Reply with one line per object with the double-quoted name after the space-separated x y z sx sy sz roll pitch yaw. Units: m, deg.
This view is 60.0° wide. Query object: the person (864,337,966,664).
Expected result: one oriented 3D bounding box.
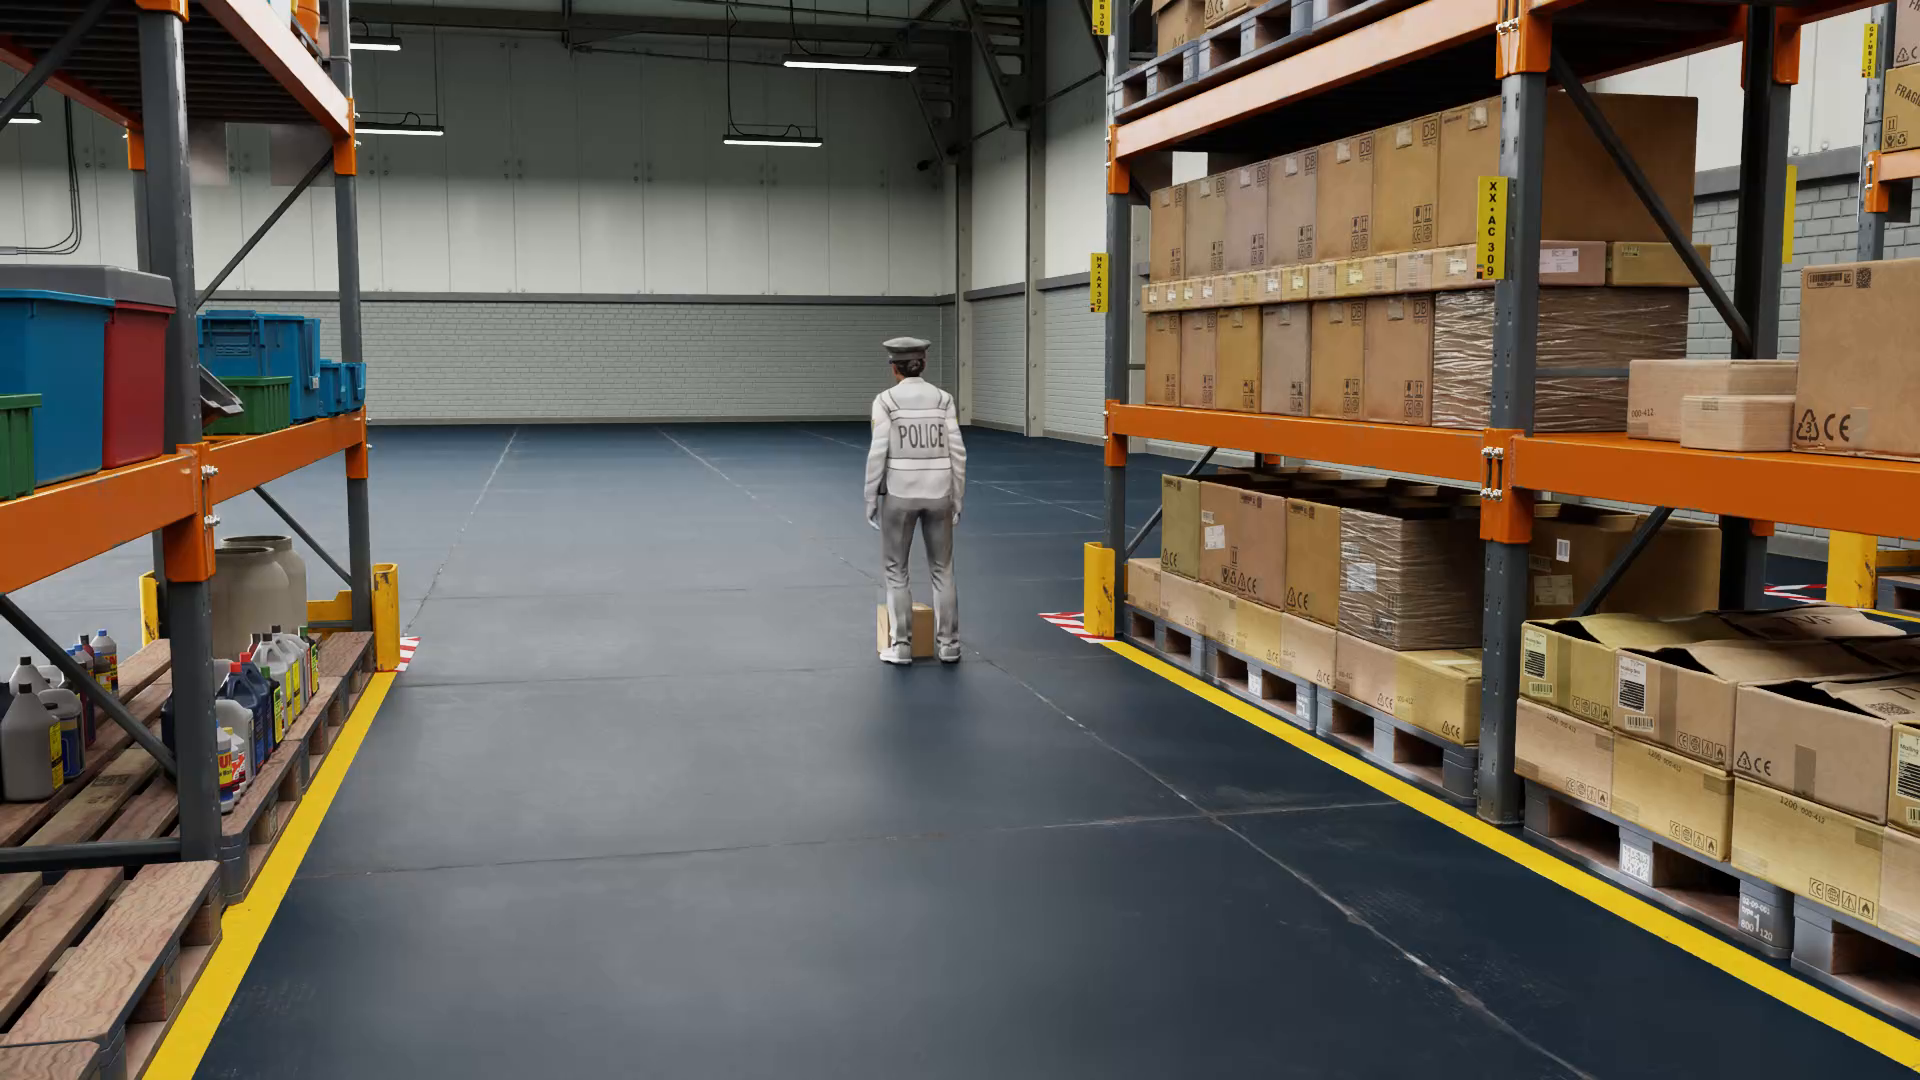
-0.228 -0.198 8.484 0.541 1.661 0.375 -2 7 -17 "person"
